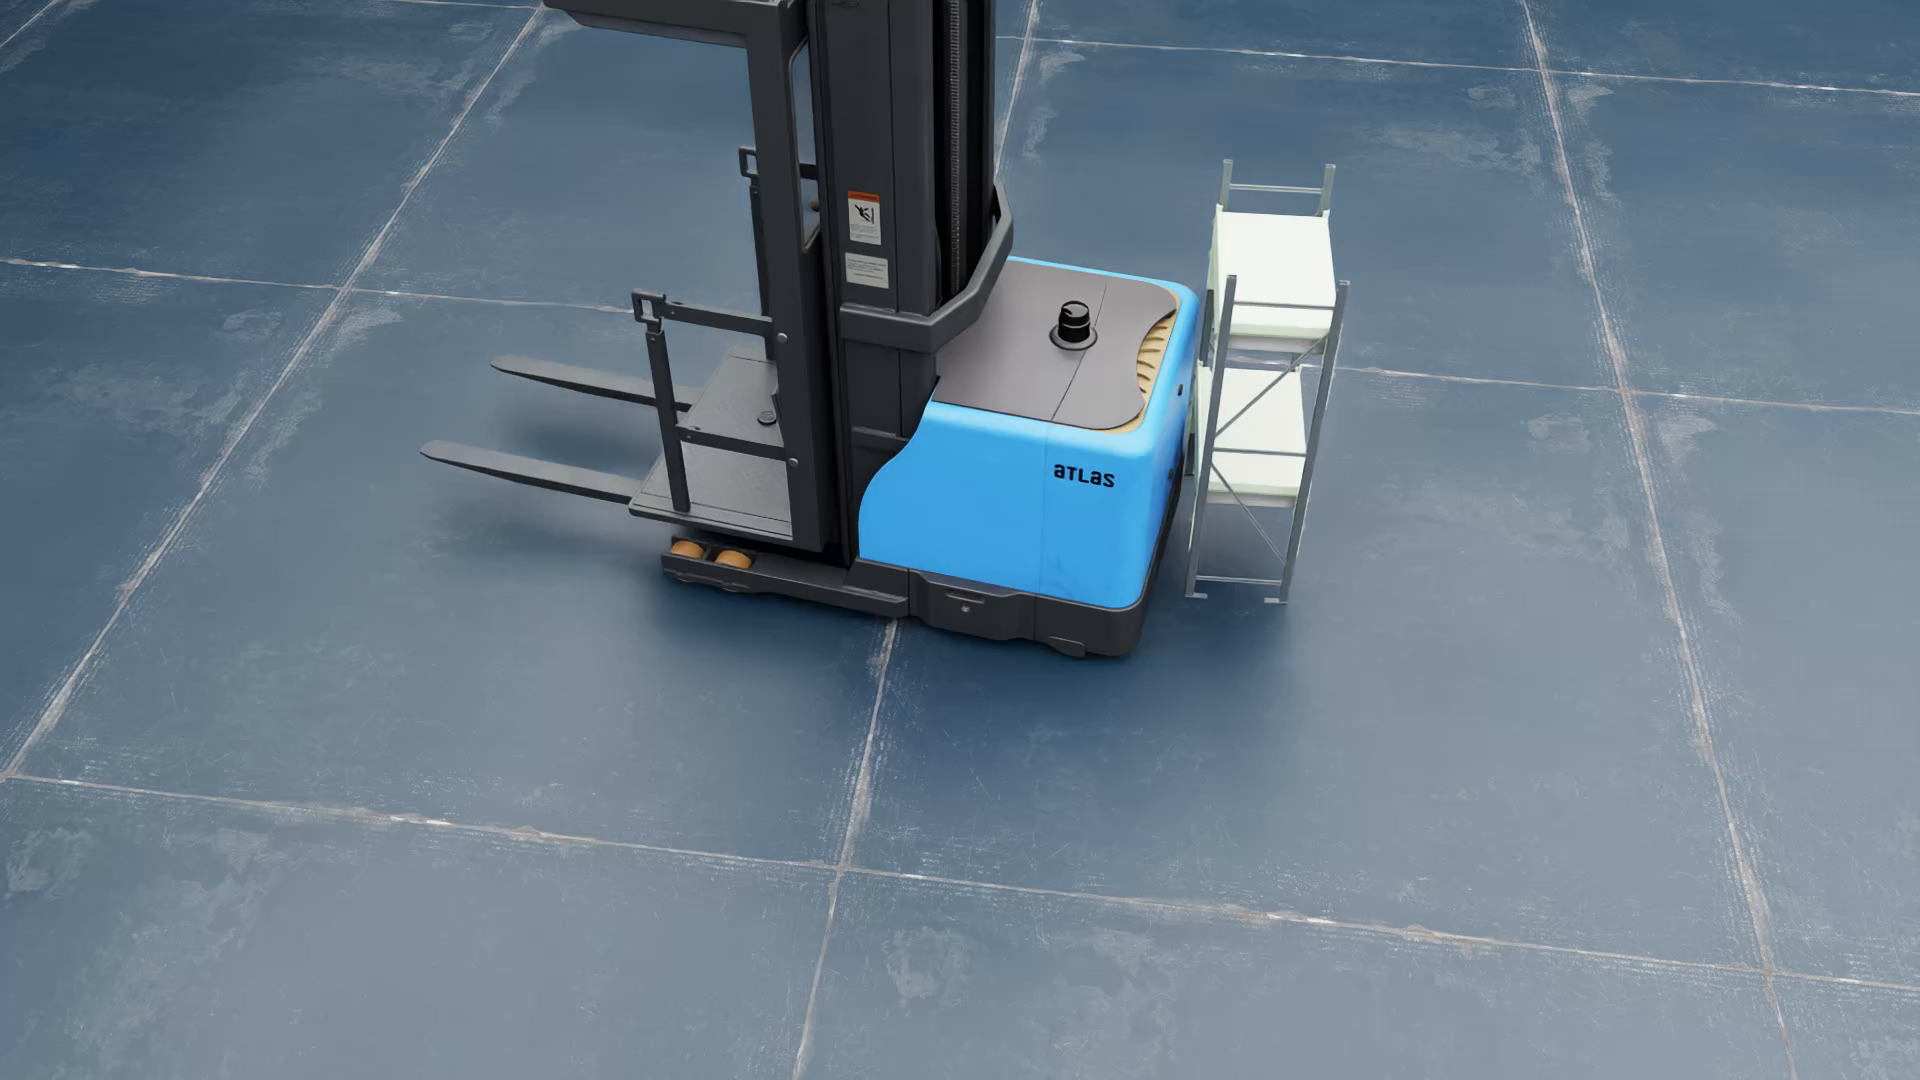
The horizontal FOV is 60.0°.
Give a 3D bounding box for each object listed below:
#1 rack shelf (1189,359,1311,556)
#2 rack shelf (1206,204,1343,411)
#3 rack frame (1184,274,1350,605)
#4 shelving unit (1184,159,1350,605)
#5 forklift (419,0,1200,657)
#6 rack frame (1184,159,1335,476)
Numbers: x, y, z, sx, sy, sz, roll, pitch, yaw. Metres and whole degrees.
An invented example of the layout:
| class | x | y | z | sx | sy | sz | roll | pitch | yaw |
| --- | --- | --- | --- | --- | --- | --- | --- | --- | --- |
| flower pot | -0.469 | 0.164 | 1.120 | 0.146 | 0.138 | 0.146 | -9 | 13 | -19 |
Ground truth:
| class | x | y | z | sx | sy | sz | roll | pitch | yaw |
| --- | --- | --- | --- | --- | --- | --- | --- | --- | --- |
| rack shelf | 1.115 | -0.327 | 6.478 | 0.431 | 0.370 | 0.720 | 4 | 44 | 4 |
| rack shelf | 1.116 | -0.847 | 5.986 | 0.431 | 0.370 | 0.720 | 4 | 44 | 4 |
| rack frame | 1.079 | -0.313 | 5.990 | 0.400 | 1.500 | 0.023 | 4 | 44 | 4 |
| shelving unit | 1.115 | -0.564 | 6.254 | 0.431 | 1.500 | 0.755 | 4 | 44 | 4 |
| forklift | -0.669 | -1.197 | 5.882 | 3.031 | 2.935 | 1.130 | 11 | 45 | 12 |
| rack frame | 1.151 | -0.814 | 6.519 | 0.400 | 1.500 | 0.023 | 4 | 44 | 4 |
